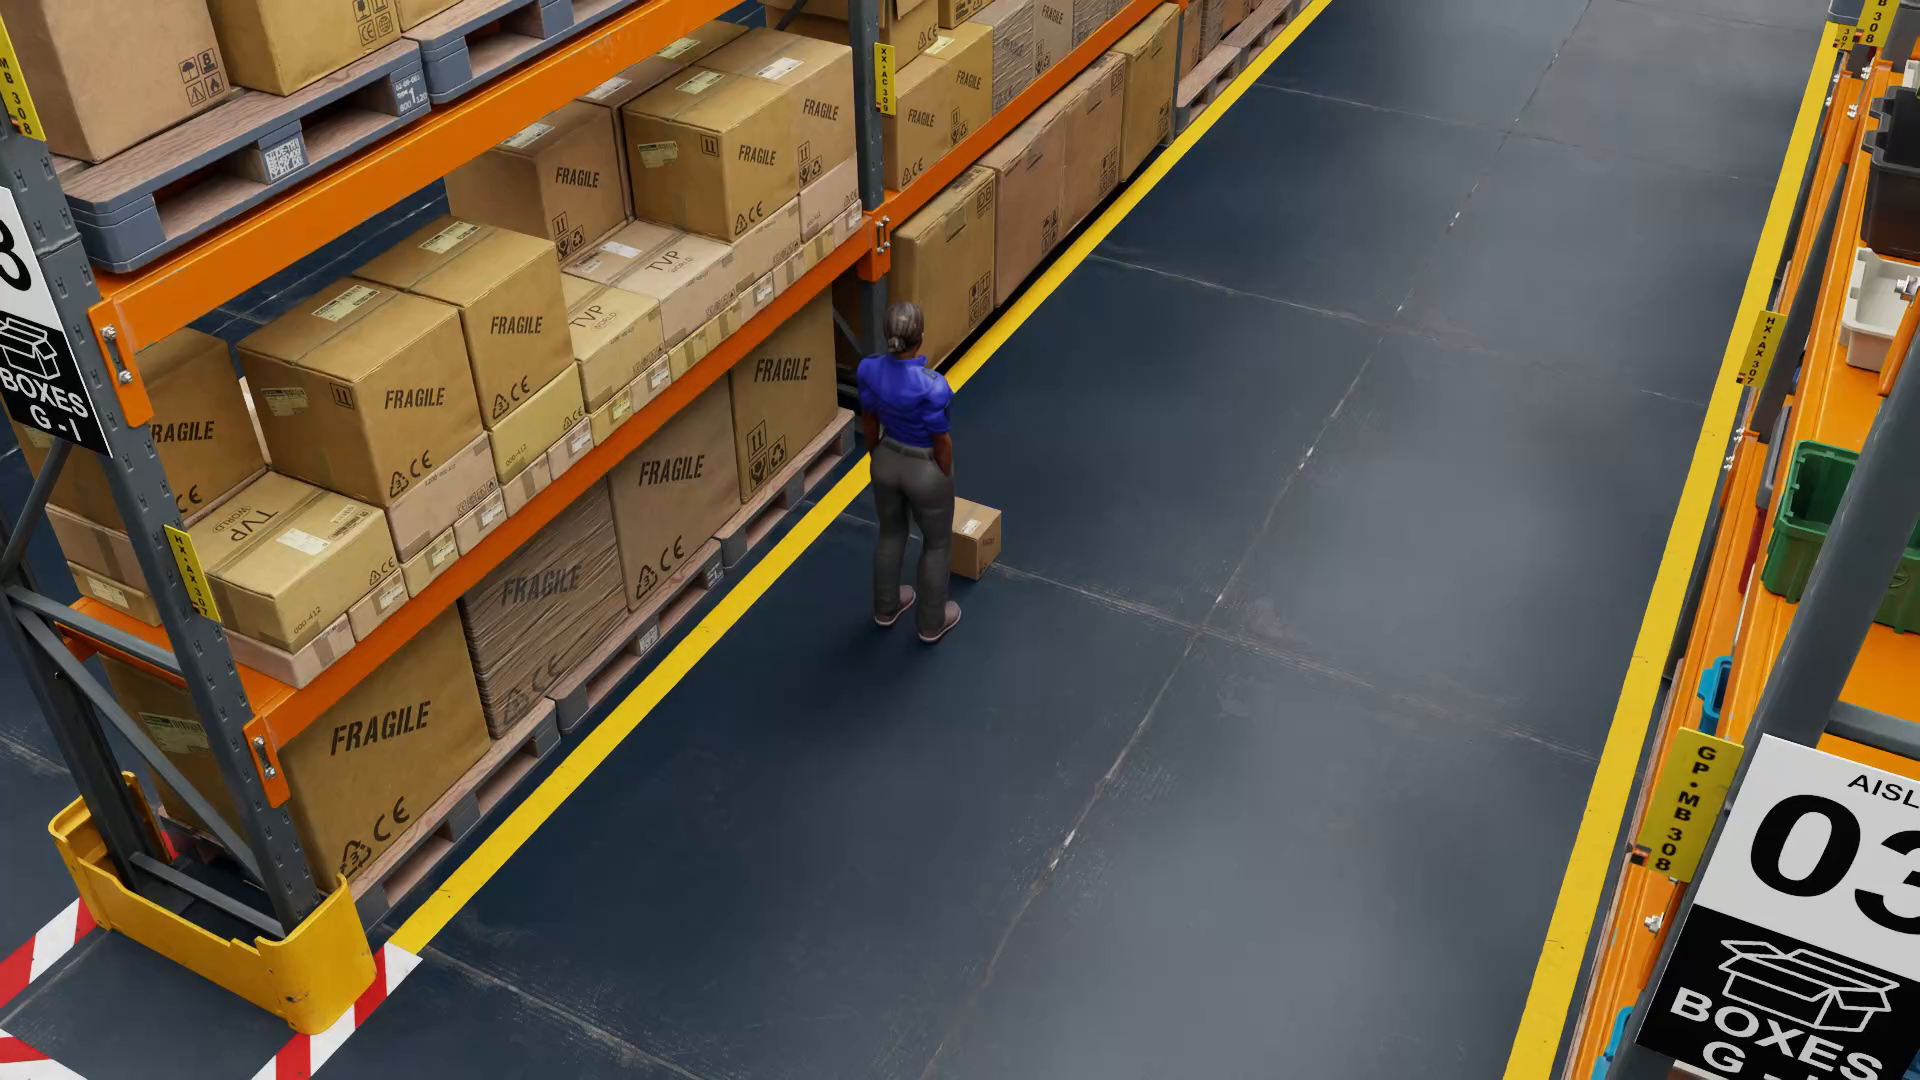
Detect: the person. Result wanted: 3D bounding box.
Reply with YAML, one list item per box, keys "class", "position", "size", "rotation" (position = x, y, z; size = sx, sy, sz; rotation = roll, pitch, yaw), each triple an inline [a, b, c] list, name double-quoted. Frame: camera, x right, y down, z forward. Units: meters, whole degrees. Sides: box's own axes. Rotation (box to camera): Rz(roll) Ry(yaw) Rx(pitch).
- class: "person"
  position: [-0.217, -0.291, 7.138]
  size: [0.437, 1.644, 0.302]
  rotation: [19, 42, 22]
